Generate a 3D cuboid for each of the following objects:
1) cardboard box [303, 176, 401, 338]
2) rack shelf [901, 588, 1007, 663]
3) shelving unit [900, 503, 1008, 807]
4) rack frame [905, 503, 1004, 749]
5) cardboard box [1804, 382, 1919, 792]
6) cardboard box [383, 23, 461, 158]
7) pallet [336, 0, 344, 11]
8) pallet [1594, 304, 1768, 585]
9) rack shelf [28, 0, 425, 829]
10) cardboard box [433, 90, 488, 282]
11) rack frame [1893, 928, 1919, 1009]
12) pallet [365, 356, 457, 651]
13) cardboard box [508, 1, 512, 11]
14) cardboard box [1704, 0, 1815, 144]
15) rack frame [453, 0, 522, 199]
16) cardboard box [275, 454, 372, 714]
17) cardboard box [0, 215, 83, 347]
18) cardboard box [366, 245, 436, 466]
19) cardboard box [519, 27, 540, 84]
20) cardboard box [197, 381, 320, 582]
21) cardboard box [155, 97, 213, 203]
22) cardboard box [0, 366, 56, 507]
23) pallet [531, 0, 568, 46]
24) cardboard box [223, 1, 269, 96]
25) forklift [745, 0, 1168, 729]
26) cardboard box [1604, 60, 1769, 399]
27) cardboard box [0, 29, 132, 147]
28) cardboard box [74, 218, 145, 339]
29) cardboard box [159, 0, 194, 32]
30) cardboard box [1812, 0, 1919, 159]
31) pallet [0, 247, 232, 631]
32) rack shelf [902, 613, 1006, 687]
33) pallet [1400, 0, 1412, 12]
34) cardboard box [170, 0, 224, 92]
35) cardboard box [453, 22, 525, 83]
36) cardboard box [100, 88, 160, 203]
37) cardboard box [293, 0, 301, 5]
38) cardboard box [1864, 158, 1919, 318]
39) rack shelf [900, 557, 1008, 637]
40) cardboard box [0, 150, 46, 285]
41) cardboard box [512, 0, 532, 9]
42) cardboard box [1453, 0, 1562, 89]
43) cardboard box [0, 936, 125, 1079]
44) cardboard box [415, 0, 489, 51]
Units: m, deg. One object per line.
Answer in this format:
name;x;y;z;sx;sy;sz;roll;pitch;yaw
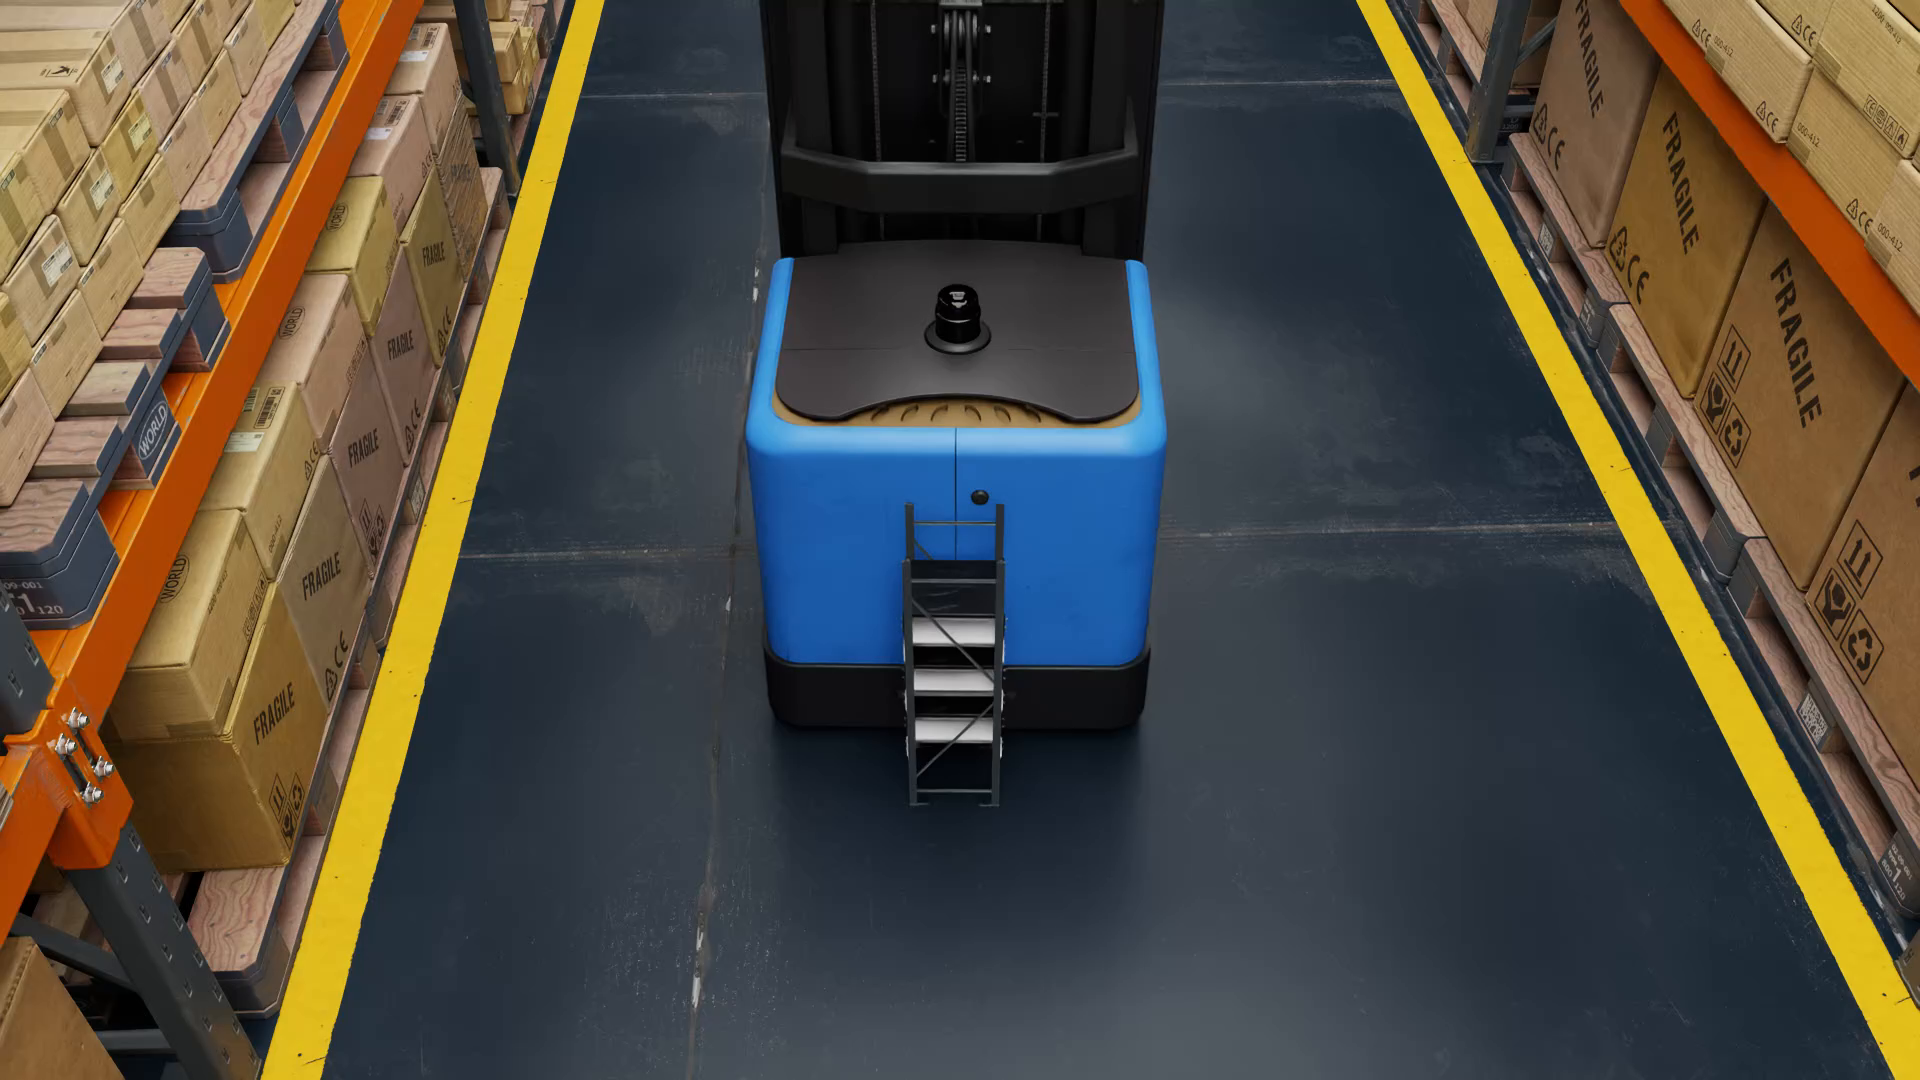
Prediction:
cardboard box;-1.975;-0.831;4.921;0.500;0.250;0.500;-3;43;-4
rack shelf;-0.014;0.205;4.143;0.258;0.077;0.200;0;43;1
shelving unit;-0.014;0.313;4.242;0.258;0.900;0.210;0;43;1
rack frame;-0.013;0.245;4.317;0.240;0.900;0.006;0;43;1
cardboard box;2.861;0.129;4.151;0.875;0.875;0.875;-2;43;-2
cardboard box;-2.020;-1.535;5.689;0.500;0.250;0.500;-3;43;-3
pallet;-2.417;-1.930;5.277;1.003;0.211;1.213;-2;43;-2
pallet;2.800;-0.358;5.485;1.003;0.211;1.213;-2;43;-2
rack shelf;-2.219;-0.905;4.550;1.077;0.370;4.000;-2;43;-2
cardboard box;-2.021;-1.261;5.945;0.500;0.500;0.500;-2;43;-3
rack frame;2.807;-0.030;3.063;1.000;3.000;0.127;-2;43;-2
pallet;-2.215;-0.141;5.248;1.003;0.211;1.213;-2;43;-2
cardboard box;-2.147;-2.320;7.140;0.380;0.149;0.250;-2;43;-2
cardboard box;2.433;-1.337;4.600;0.500;0.250;0.500;-2;43;-2
rack frame;-2.304;-2.520;5.780;1.000;3.000;0.127;-2;43;-2
cardboard box;-1.934;0.122;4.436;0.500;0.500;0.500;-1;43;-1
cardboard box;-1.968;-0.507;3.238;0.380;0.149;0.250;0;43;0
cardboard box;-1.982;-0.569;5.190;0.500;0.500;0.500;-3;43;-3
cardboard box;-2.010;-2.059;7.075;0.380;0.149;0.250;0;43;-1
cardboard box;-1.943;-0.145;4.172;0.500;0.250;0.500;-2;43;-2
cardboard box;-2.002;-0.915;3.904;0.380;0.149;0.250;0;43;0
cardboard box;-1.952;-0.190;3.113;0.380;0.149;0.250;-2;43;-2
pallet;-2.423;-2.770;8.116;1.003;0.211;1.213;-2;43;-2
cardboard box;-2.020;-1.261;4.281;0.380;0.149;0.250;-3;43;-3
forklift;0.008;-1.534;4.754;1.130;2.935;3.031;0;43;1
cardboard box;2.789;-1.076;5.466;0.875;0.875;0.875;-1;43;-1
cardboard box;-1.991;-0.945;3.496;0.380;0.149;0.250;-3;43;-4
cardboard box;-1.975;-0.553;3.509;0.380;0.149;0.250;0;43;0
cardboard box;-2.018;-1.306;3.890;0.380;0.149;0.250;0;43;0
cardboard box;2.465;-1.170;4.048;0.500;0.250;0.500;-3;43;-3
pallet;-2.271;-0.227;3.420;1.213;0.211;1.003;-2;43;-2
rack shelf;-0.014;0.272;4.204;0.258;0.077;0.200;0;43;1
pallet;2.628;-3.044;8.415;1.003;0.211;1.213;-2;43;-2
cardboard box;-2.010;-1.193;3.987;0.380;0.149;0.250;-2;43;-2
cardboard box;-2.000;-1.988;6.778;0.380;0.149;0.250;0;43;0
cardboard box;-1.994;-0.857;3.620;0.380;0.149;0.250;-1;43;-2
cardboard box;-2.041;-1.620;4.672;0.380;0.149;0.250;-3;43;-4
cardboard box;2.489;-0.653;3.854;0.500;0.250;0.500;-1;43;-1
rack shelf;-0.014;0.139;4.082;0.258;0.077;0.200;0;43;1
cardboard box;-1.975;-0.600;3.120;0.380;0.149;0.250;-3;43;-3
cardboard box;-2.133;-2.395;7.442;0.380;0.149;0.250;-2;43;-3
cardboard box;2.718;-2.368;7.199;0.875;0.438;0.875;-2;43;-2
cardboard box;-2.198;1.268;3.001;1.050;0.750;0.750;-2;43;-2
cardboard box;-2.112;-2.082;6.660;0.380;0.149;0.250;0;43;0
